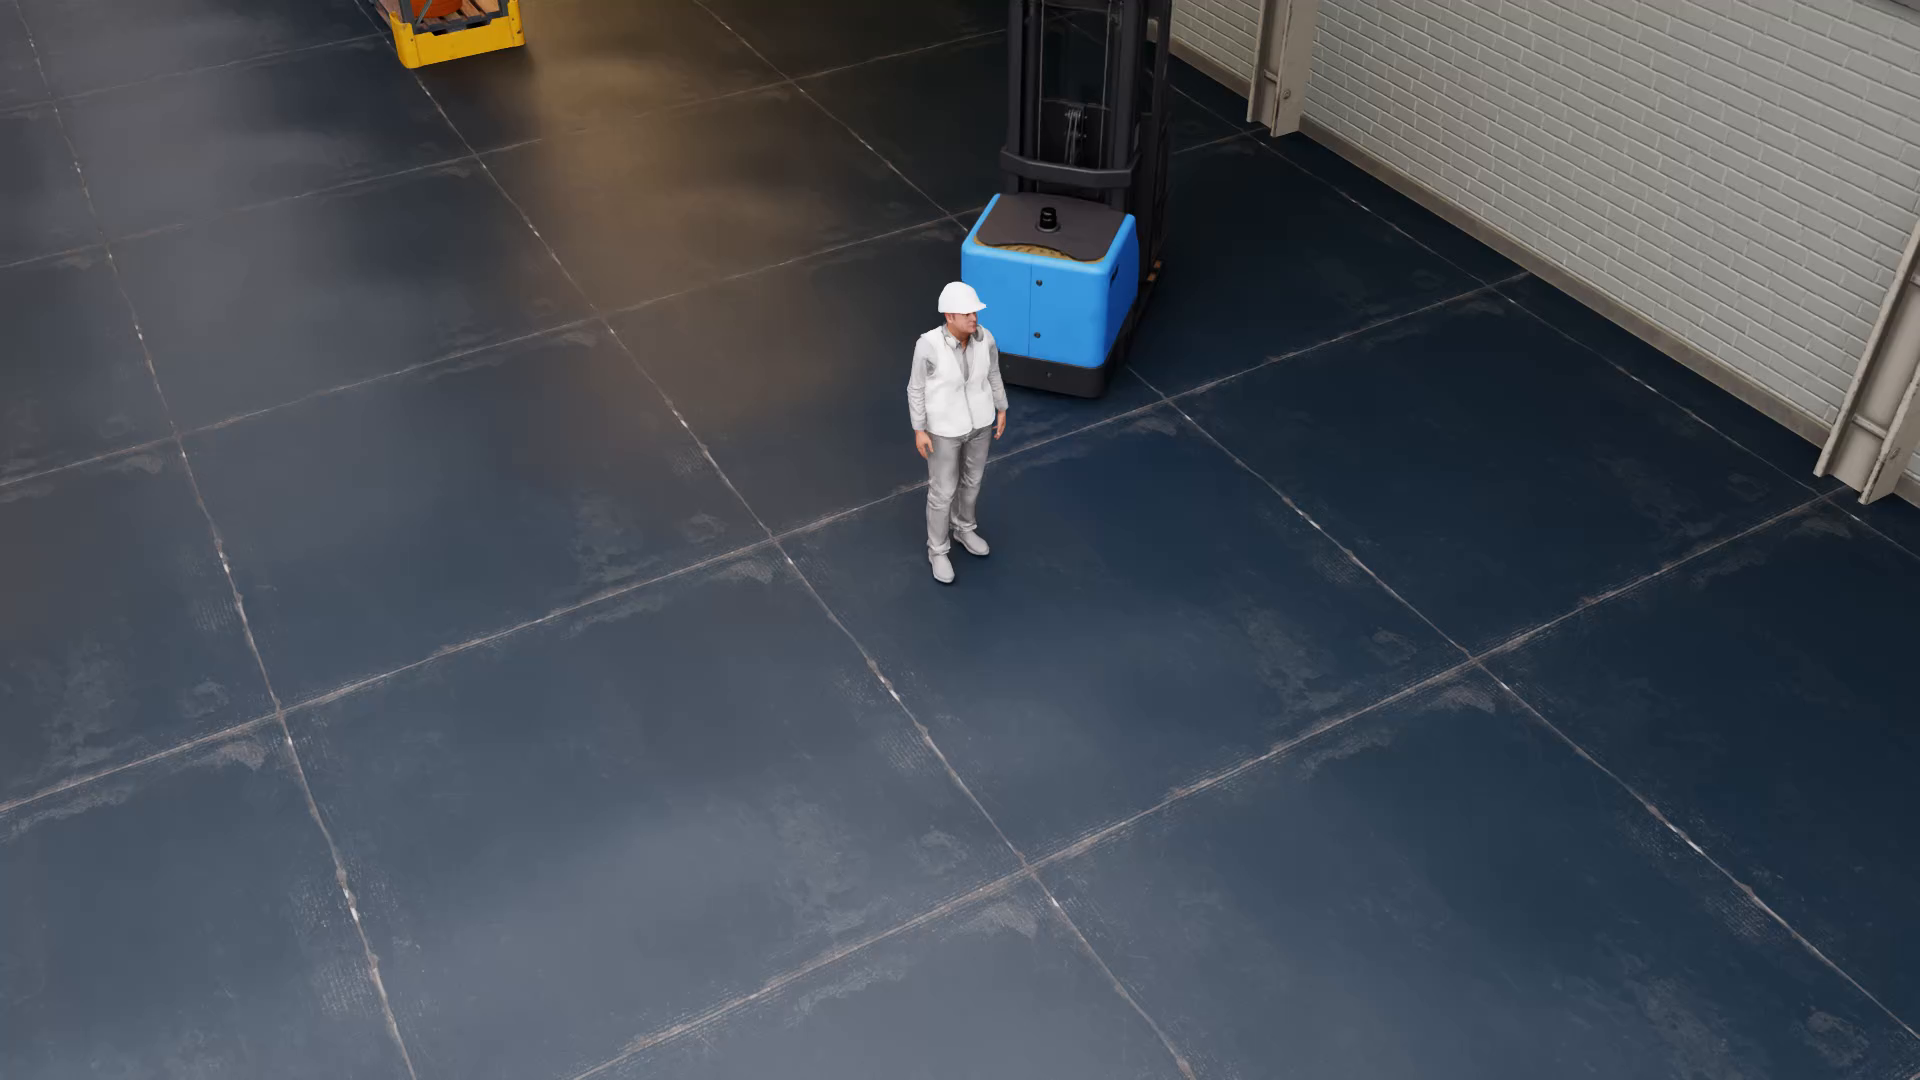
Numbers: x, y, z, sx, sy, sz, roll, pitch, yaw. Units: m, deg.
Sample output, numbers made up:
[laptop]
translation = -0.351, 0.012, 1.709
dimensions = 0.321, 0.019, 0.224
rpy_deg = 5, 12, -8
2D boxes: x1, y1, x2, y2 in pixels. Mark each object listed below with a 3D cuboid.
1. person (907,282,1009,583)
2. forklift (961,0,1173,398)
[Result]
[person]
translation = 0.025, -0.651, 9.716
dimensions = 0.634, 1.775, 0.566
rpy_deg = -20, 44, -23
[forklift]
translation = 0.936, -3.051, 11.715
dimensions = 1.130, 2.935, 3.031
rpy_deg = 12, 41, 14
